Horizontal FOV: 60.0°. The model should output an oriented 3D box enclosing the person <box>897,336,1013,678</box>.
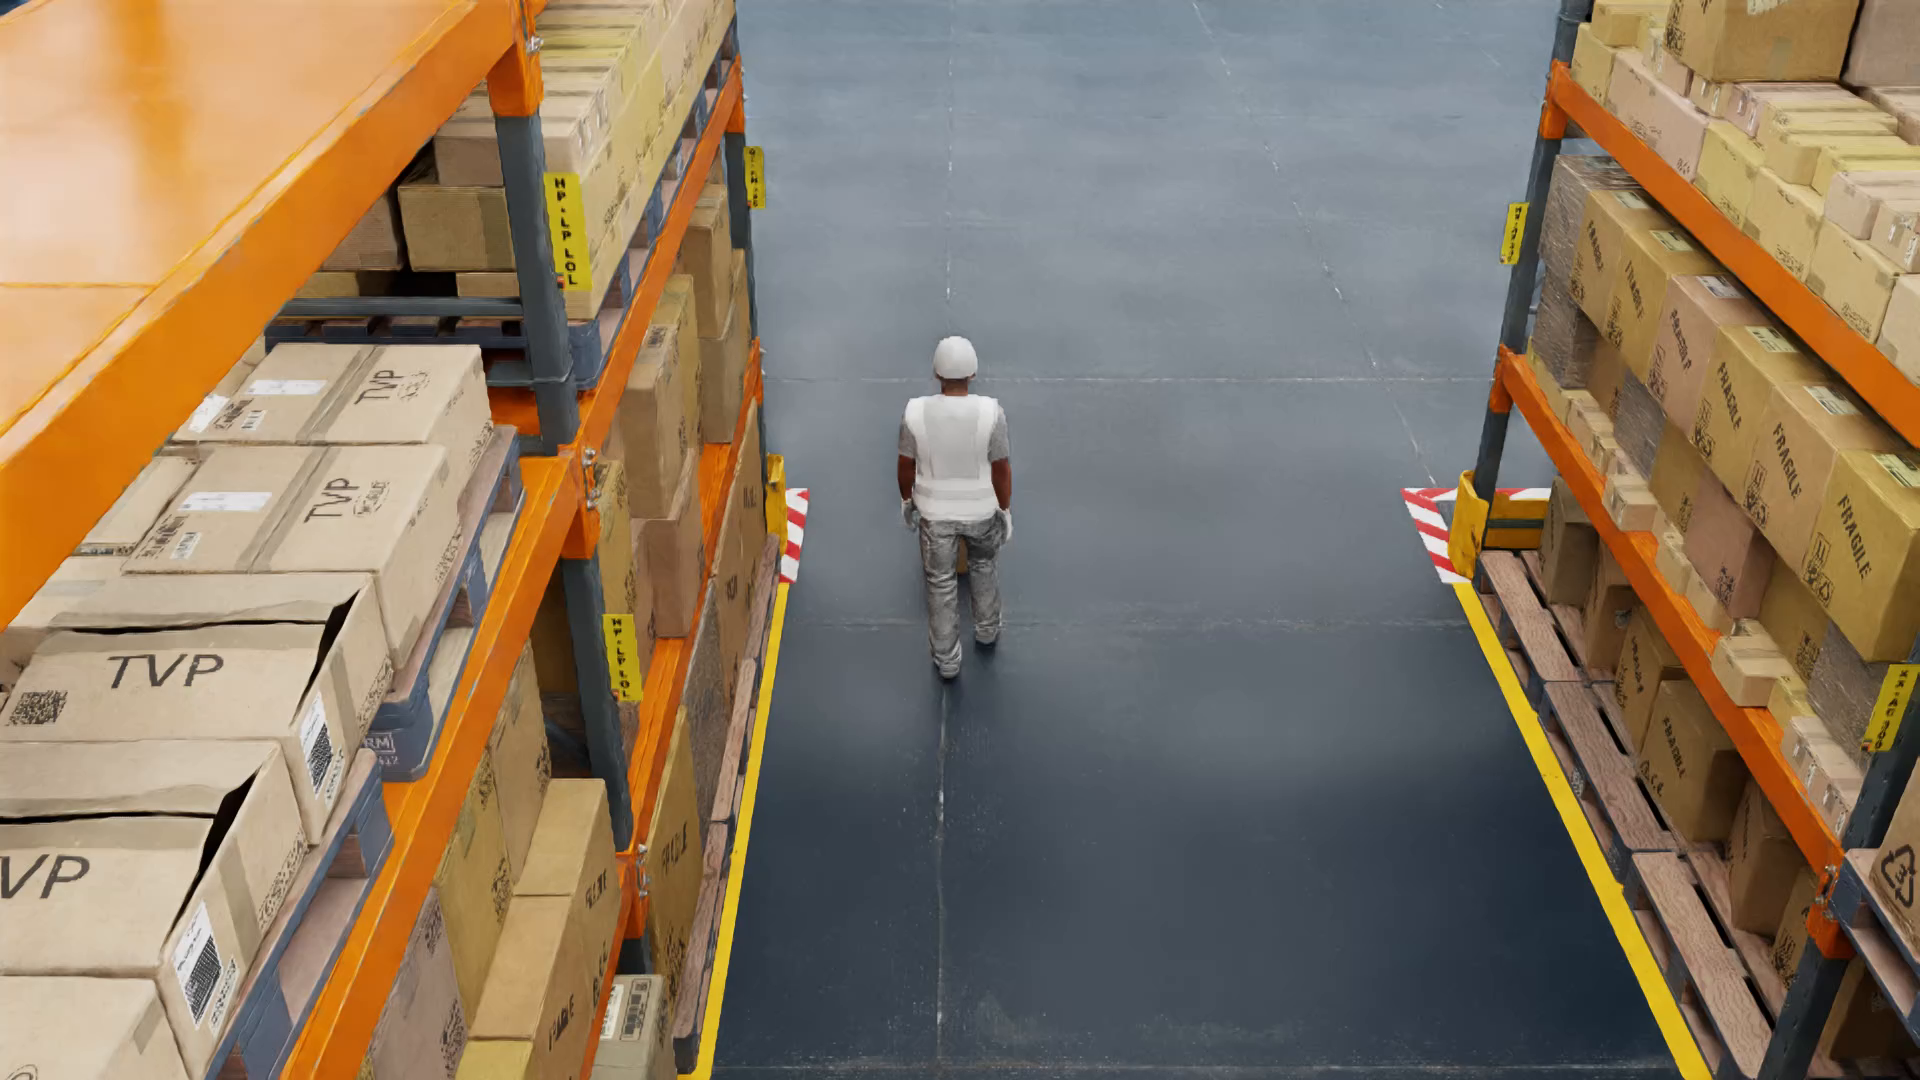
[{"bbox_3d":[-0.025,-0.195,8.242,0.560,1.801,0.583,0,31,-1],"label":"person"}]
